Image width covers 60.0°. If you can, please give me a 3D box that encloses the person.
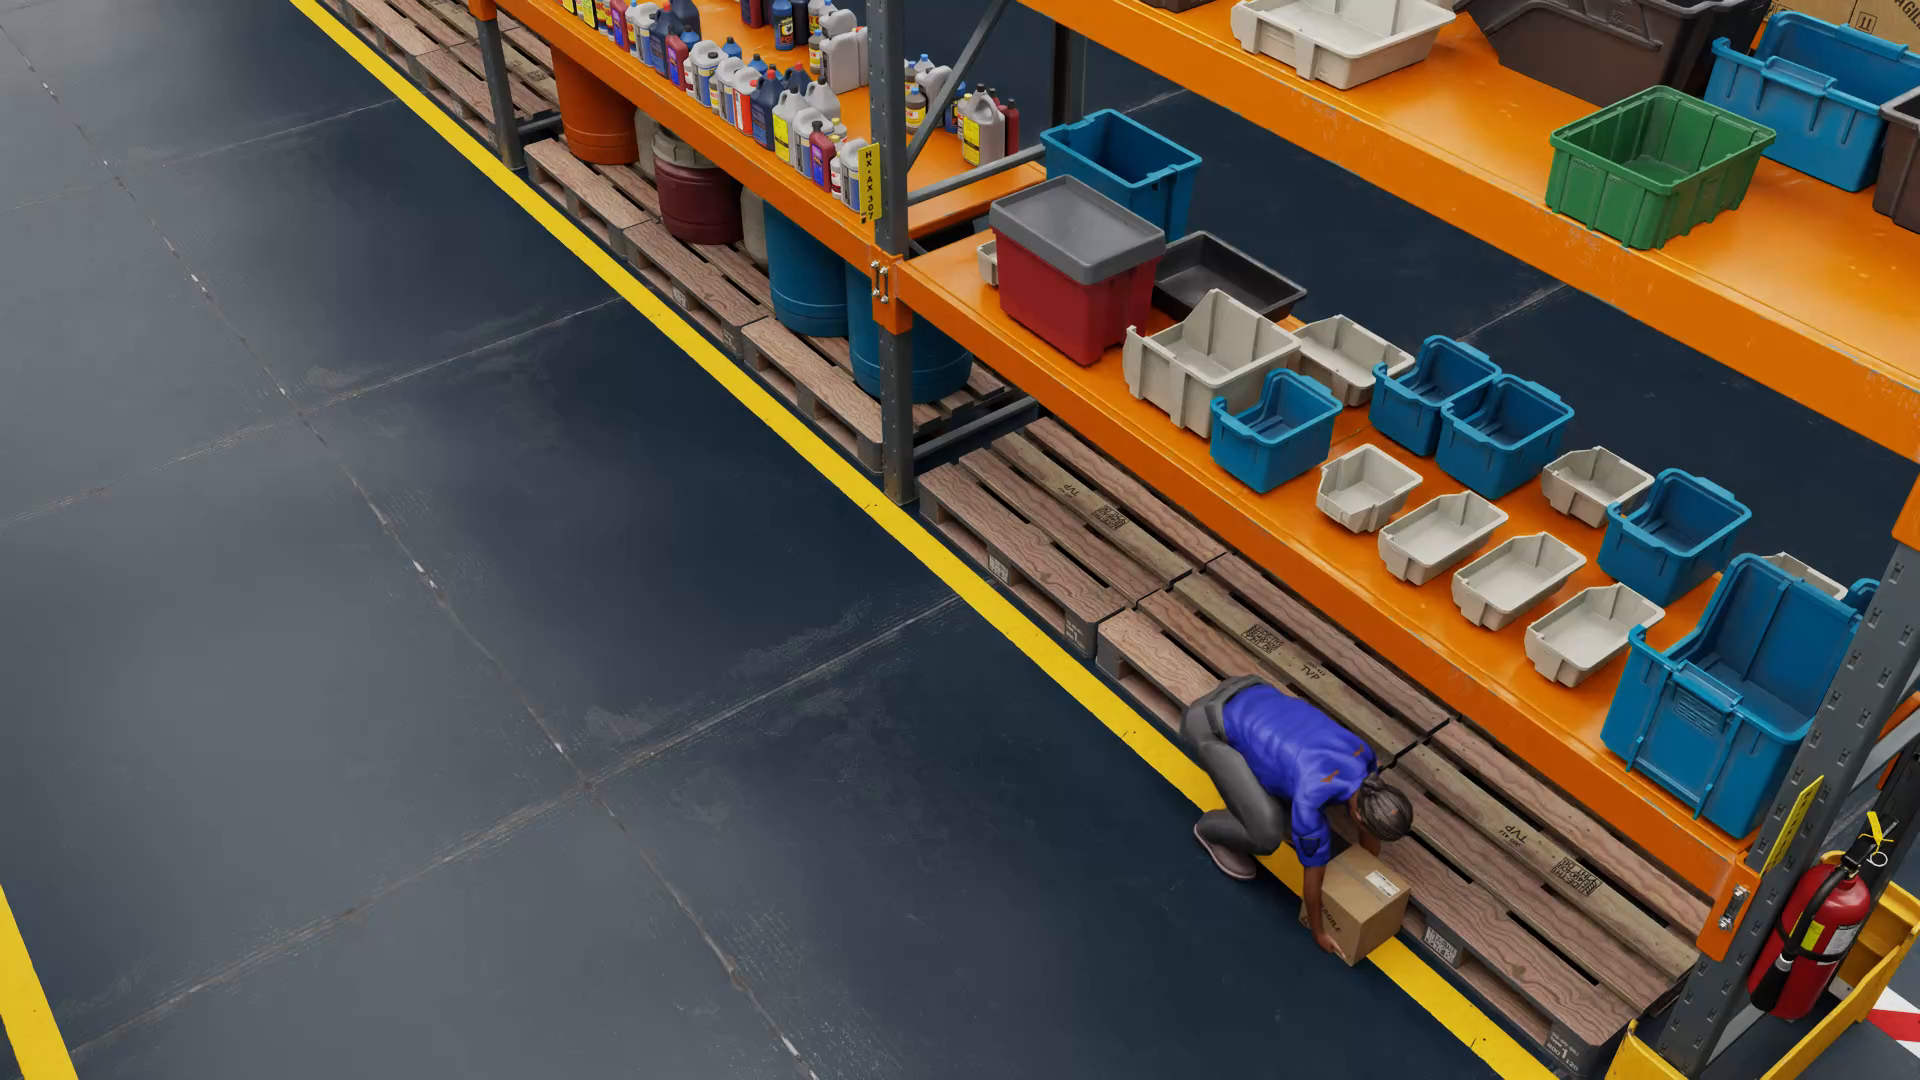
[{"bbox_3d":[1.171,0.911,5.820,0.465,0.766,0.873,-28,48,-29],"label":"person"}]
